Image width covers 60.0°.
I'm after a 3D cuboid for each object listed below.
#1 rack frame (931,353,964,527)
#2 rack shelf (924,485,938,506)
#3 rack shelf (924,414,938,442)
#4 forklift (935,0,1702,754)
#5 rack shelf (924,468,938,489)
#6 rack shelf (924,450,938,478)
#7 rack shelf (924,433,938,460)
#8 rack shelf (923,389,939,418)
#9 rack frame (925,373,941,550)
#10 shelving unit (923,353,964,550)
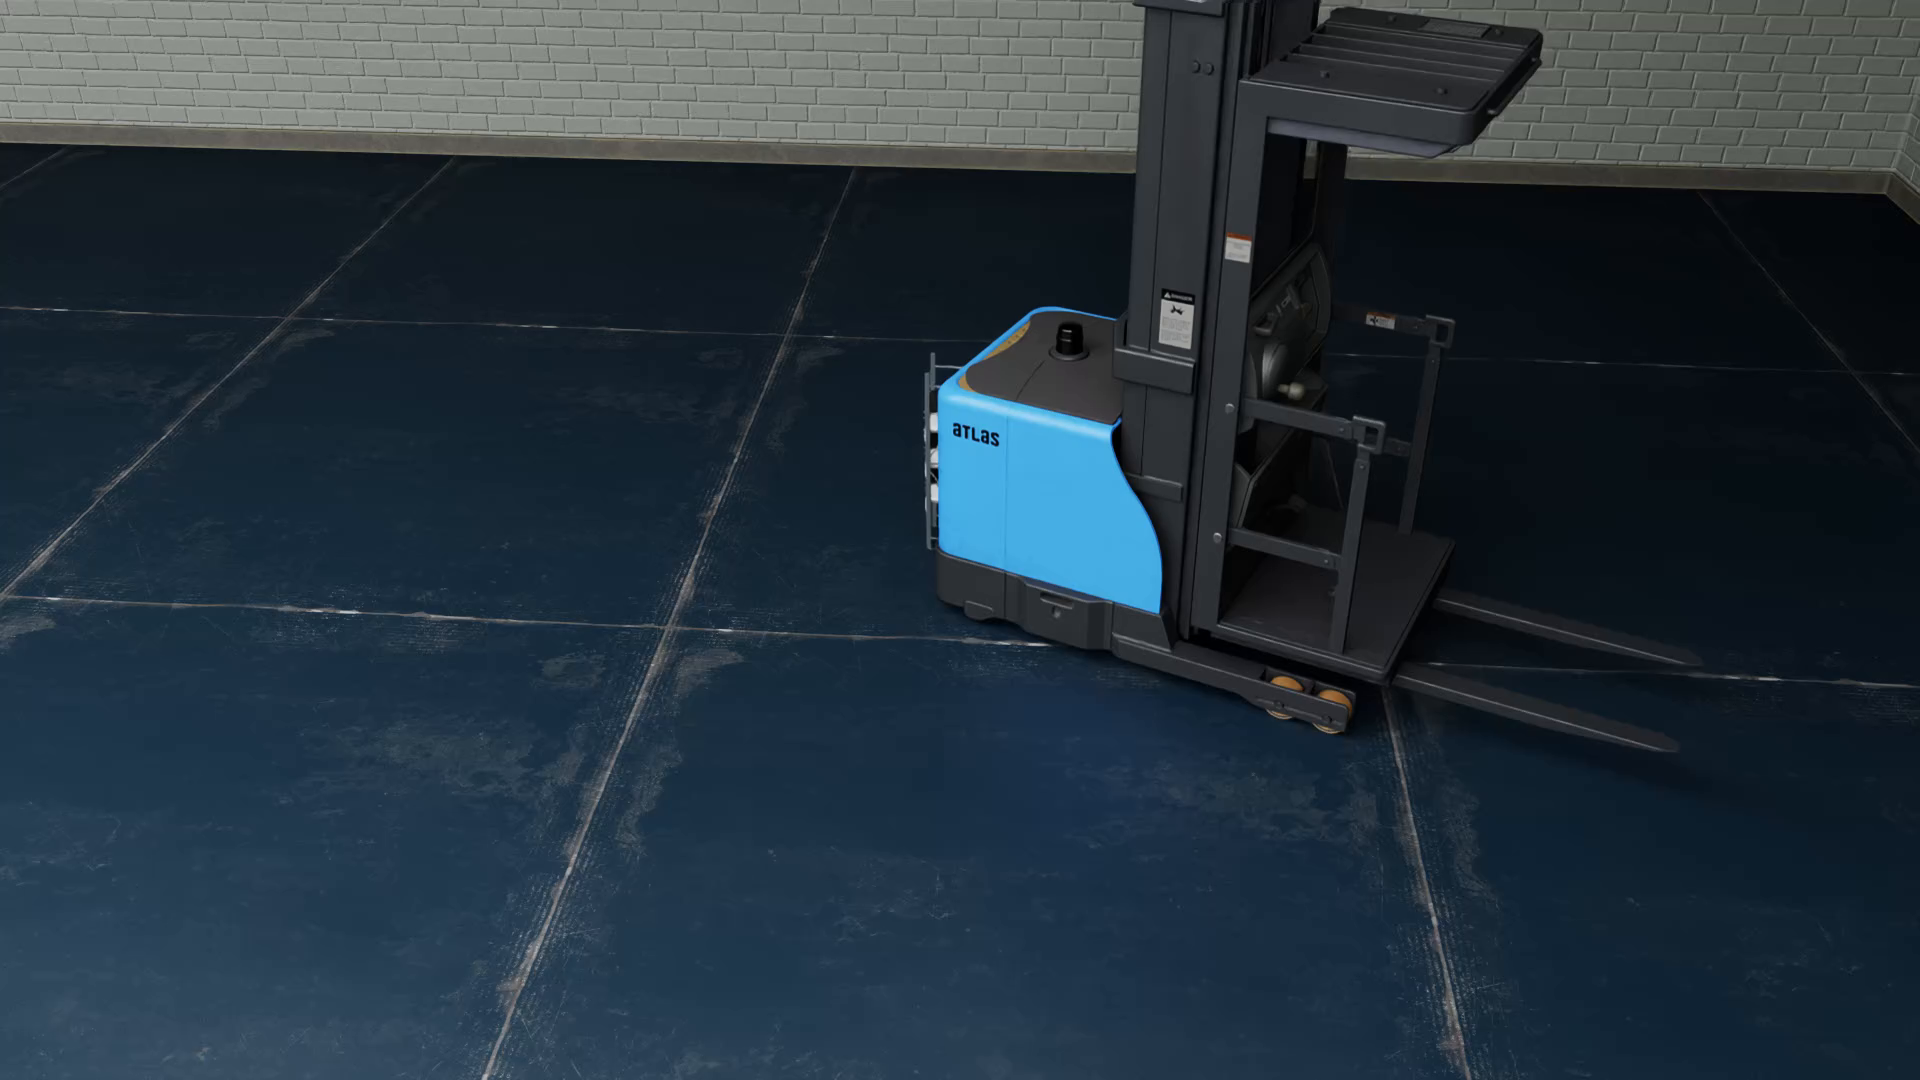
[{"bbox_3d":[-0.011,-0.440,7.607,0.240,0.900,0.006,3,32,5],"label":"rack frame"},{"bbox_3d":[-0.022,-0.206,7.633,0.258,0.077,0.200,3,32,5],"label":"rack shelf"},{"bbox_3d":[-0.022,-0.512,7.444,0.258,0.077,0.200,3,32,5],"label":"rack shelf"},{"bbox_3d":[1.439,-0.809,6.270,3.031,2.935,1.130,16,35,24],"label":"forklift"},{"bbox_3d":[-0.022,-0.282,7.585,0.258,0.077,0.200,3,32,5],"label":"rack shelf"},{"bbox_3d":[-0.022,-0.359,7.538,0.258,0.077,0.200,3,32,5],"label":"rack shelf"},{"bbox_3d":[-0.022,-0.435,7.491,0.258,0.077,0.200,3,32,5],"label":"rack shelf"},{"bbox_3d":[-0.022,-0.589,7.396,0.258,0.077,0.200,3,32,5],"label":"rack shelf"},{"bbox_3d":[-0.034,-0.334,7.435,0.240,0.900,0.006,3,32,5],"label":"rack frame"},{"bbox_3d":[-0.022,-0.387,7.521,0.258,0.900,0.210,3,32,5],"label":"shelving unit"}]
